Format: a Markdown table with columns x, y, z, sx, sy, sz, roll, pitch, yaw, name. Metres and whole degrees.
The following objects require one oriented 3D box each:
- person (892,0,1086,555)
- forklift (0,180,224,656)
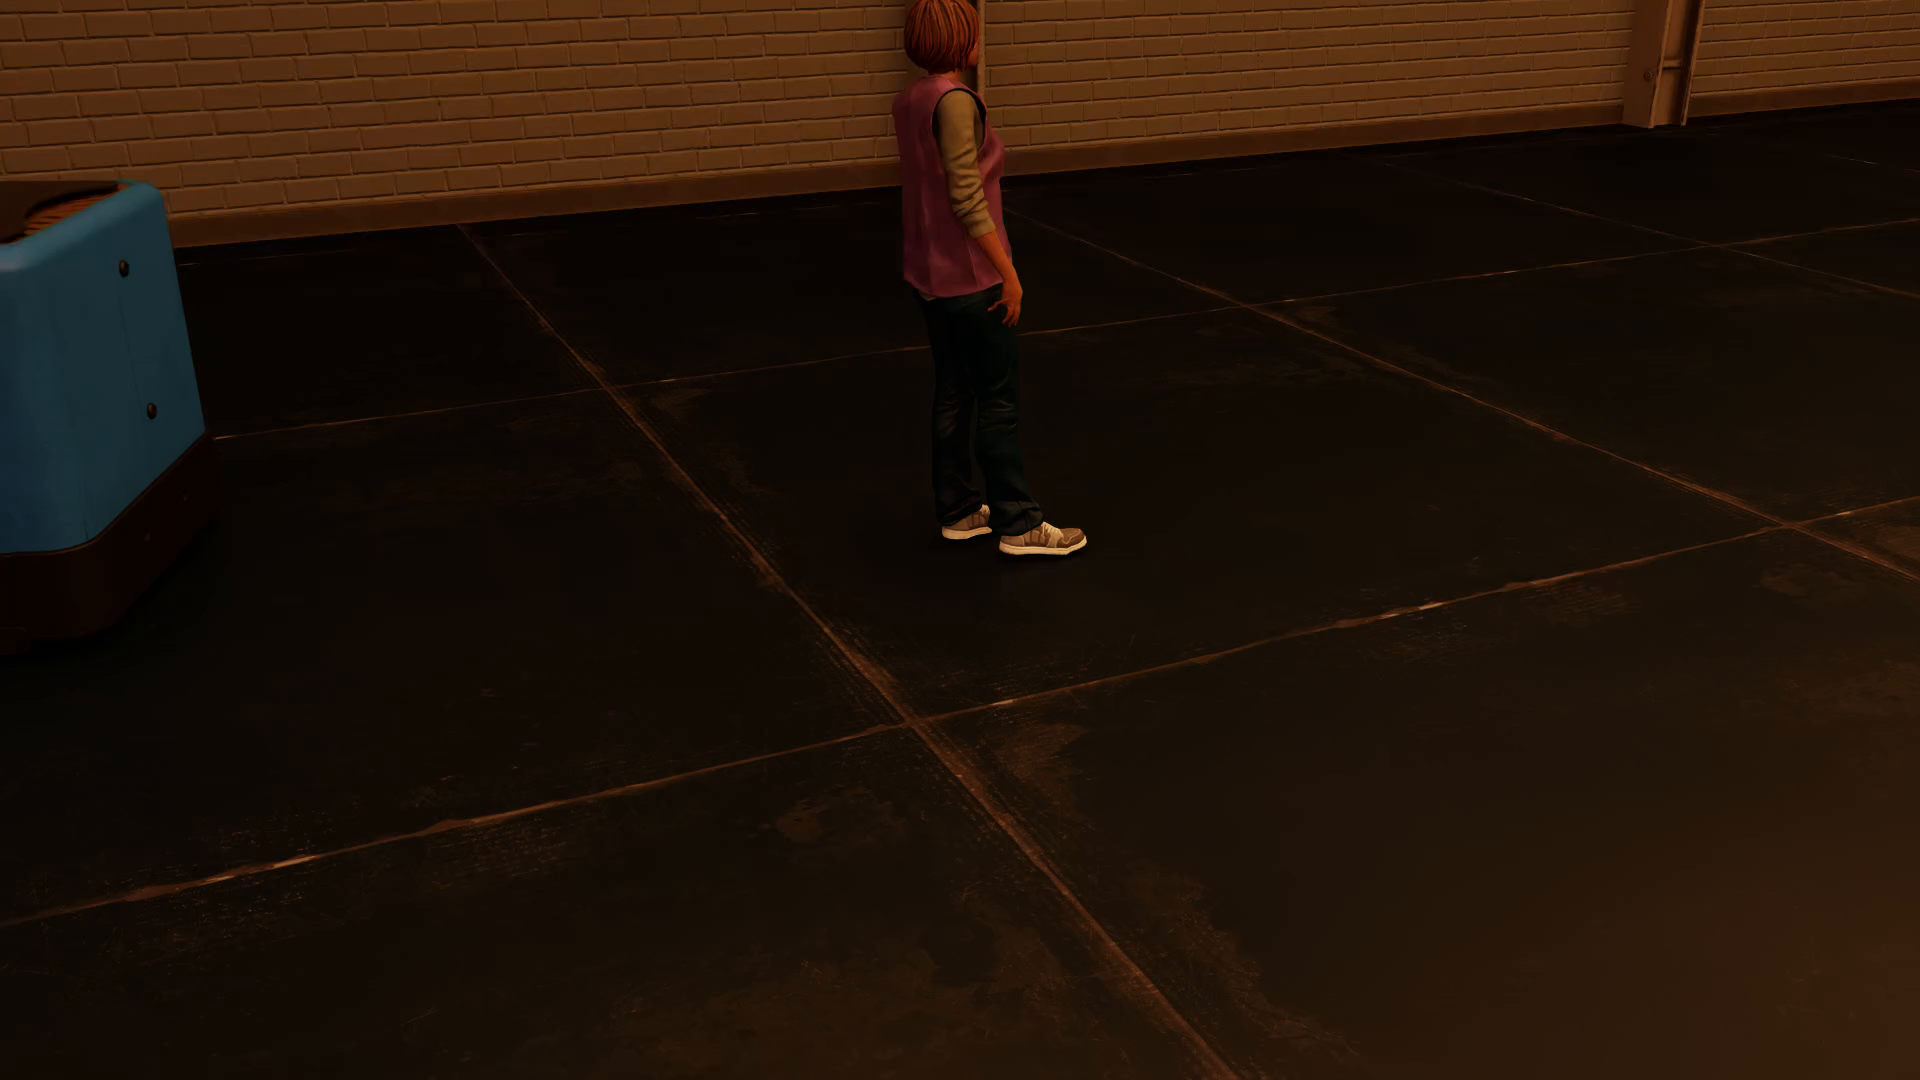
| x | y | z | sx | sy | sz | roll | pitch | yaw | name |
| --- | --- | --- | --- | --- | --- | --- | --- | --- | --- |
| 0.074 | -0.752 | 4.815 | 0.473 | 1.599 | 0.520 | -10 | 25 | -23 | person |
| -3.772 | -1.187 | 4.143 | 3.031 | 2.935 | 1.130 | -2 | 23 | -4 | forklift |
